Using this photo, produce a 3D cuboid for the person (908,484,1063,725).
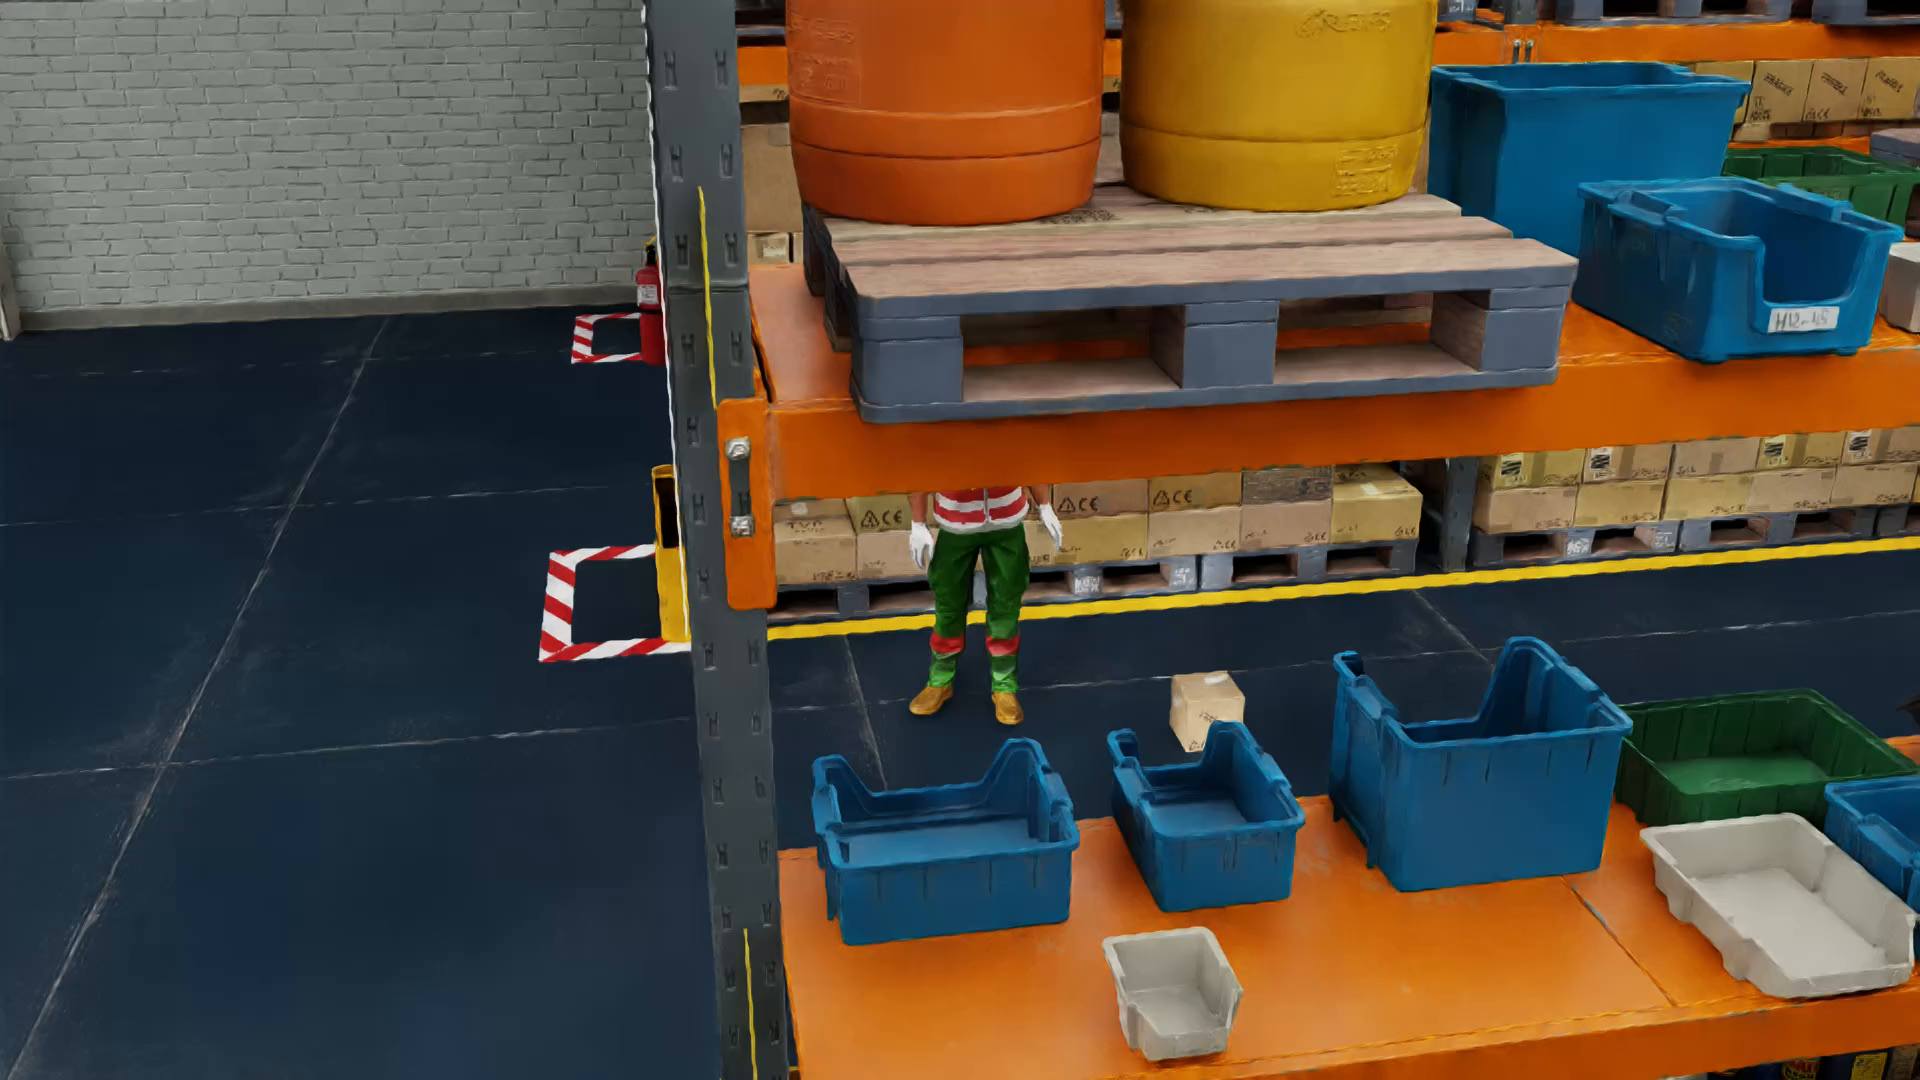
[{"bbox_3d":[0.107,-0.066,7.162,0.668,1.791,0.449,-5,24,-12],"label":"person"}]
